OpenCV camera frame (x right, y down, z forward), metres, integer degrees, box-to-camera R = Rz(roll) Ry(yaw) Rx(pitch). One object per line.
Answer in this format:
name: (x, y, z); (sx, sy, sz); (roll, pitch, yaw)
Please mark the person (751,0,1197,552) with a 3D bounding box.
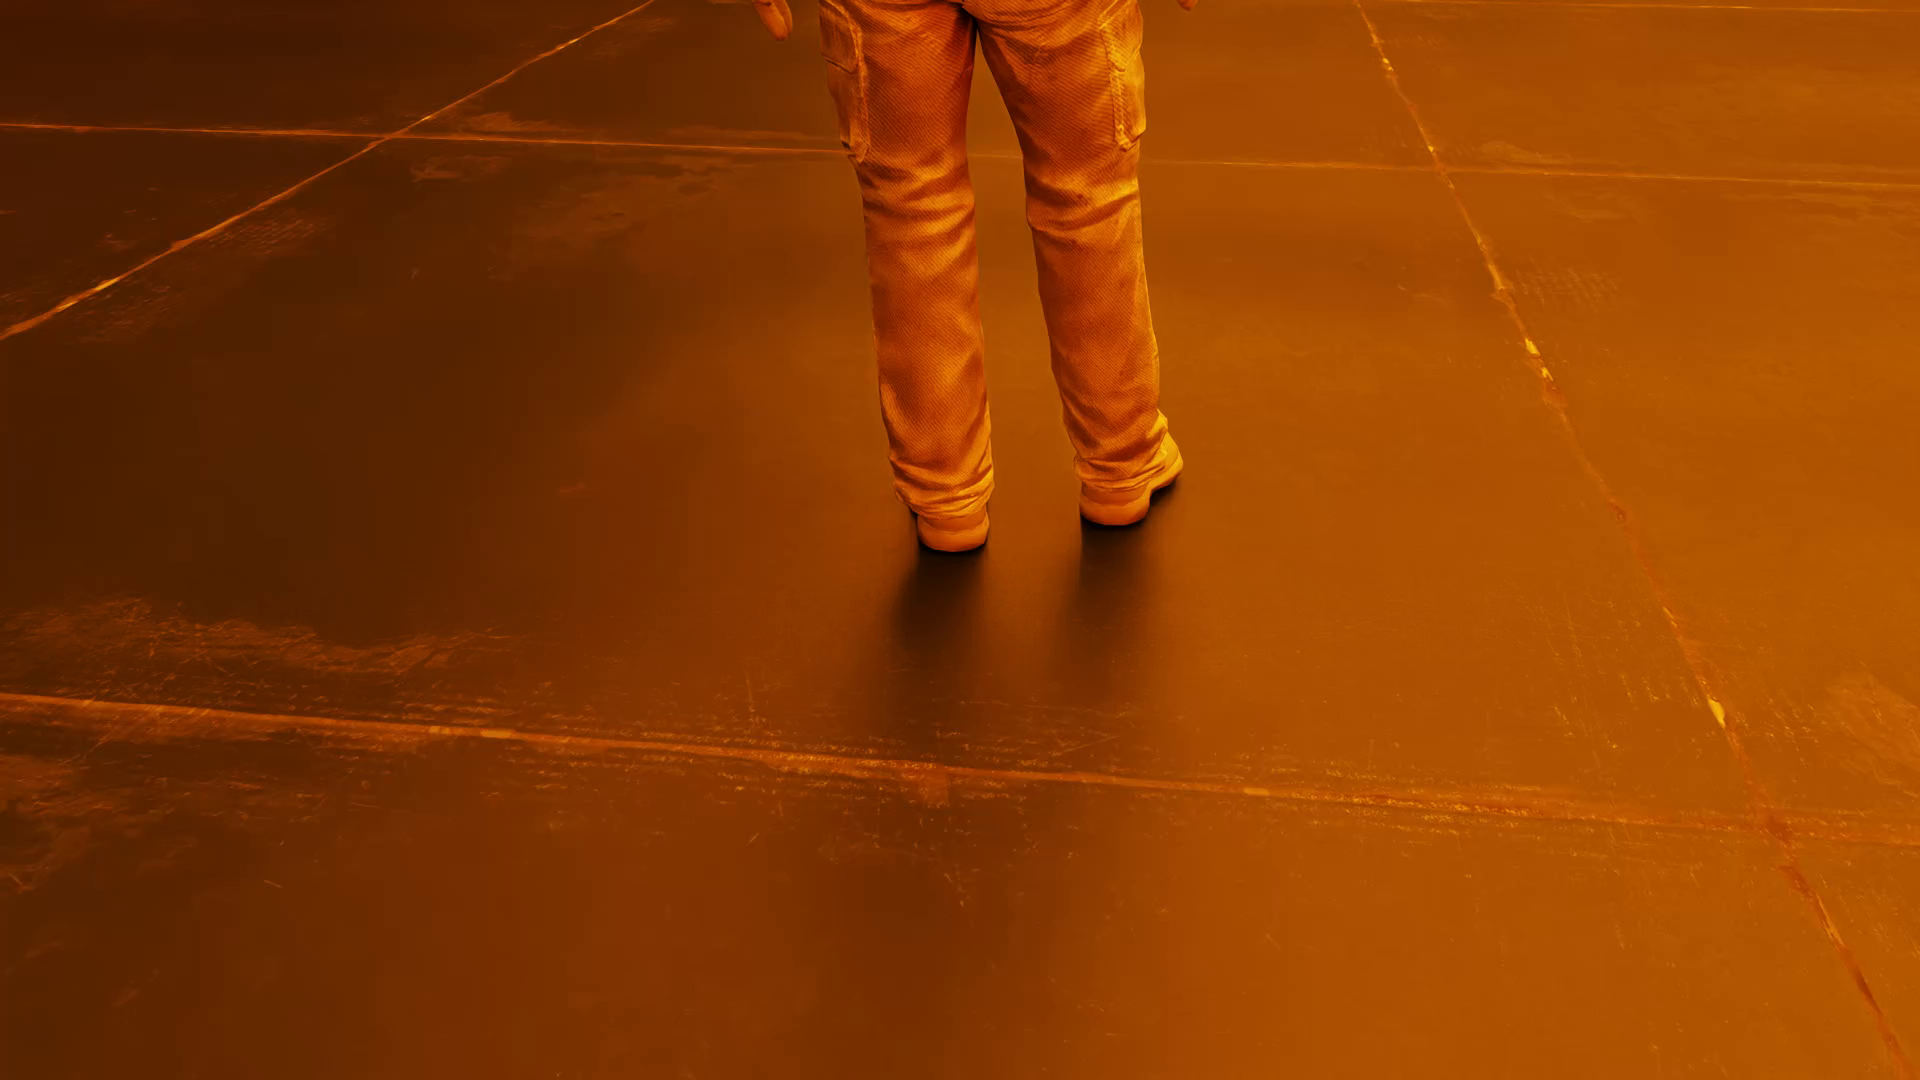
person: (0.019, -0.836, 2.161); (0.656, 1.782, 0.577); (3, 27, 7)
